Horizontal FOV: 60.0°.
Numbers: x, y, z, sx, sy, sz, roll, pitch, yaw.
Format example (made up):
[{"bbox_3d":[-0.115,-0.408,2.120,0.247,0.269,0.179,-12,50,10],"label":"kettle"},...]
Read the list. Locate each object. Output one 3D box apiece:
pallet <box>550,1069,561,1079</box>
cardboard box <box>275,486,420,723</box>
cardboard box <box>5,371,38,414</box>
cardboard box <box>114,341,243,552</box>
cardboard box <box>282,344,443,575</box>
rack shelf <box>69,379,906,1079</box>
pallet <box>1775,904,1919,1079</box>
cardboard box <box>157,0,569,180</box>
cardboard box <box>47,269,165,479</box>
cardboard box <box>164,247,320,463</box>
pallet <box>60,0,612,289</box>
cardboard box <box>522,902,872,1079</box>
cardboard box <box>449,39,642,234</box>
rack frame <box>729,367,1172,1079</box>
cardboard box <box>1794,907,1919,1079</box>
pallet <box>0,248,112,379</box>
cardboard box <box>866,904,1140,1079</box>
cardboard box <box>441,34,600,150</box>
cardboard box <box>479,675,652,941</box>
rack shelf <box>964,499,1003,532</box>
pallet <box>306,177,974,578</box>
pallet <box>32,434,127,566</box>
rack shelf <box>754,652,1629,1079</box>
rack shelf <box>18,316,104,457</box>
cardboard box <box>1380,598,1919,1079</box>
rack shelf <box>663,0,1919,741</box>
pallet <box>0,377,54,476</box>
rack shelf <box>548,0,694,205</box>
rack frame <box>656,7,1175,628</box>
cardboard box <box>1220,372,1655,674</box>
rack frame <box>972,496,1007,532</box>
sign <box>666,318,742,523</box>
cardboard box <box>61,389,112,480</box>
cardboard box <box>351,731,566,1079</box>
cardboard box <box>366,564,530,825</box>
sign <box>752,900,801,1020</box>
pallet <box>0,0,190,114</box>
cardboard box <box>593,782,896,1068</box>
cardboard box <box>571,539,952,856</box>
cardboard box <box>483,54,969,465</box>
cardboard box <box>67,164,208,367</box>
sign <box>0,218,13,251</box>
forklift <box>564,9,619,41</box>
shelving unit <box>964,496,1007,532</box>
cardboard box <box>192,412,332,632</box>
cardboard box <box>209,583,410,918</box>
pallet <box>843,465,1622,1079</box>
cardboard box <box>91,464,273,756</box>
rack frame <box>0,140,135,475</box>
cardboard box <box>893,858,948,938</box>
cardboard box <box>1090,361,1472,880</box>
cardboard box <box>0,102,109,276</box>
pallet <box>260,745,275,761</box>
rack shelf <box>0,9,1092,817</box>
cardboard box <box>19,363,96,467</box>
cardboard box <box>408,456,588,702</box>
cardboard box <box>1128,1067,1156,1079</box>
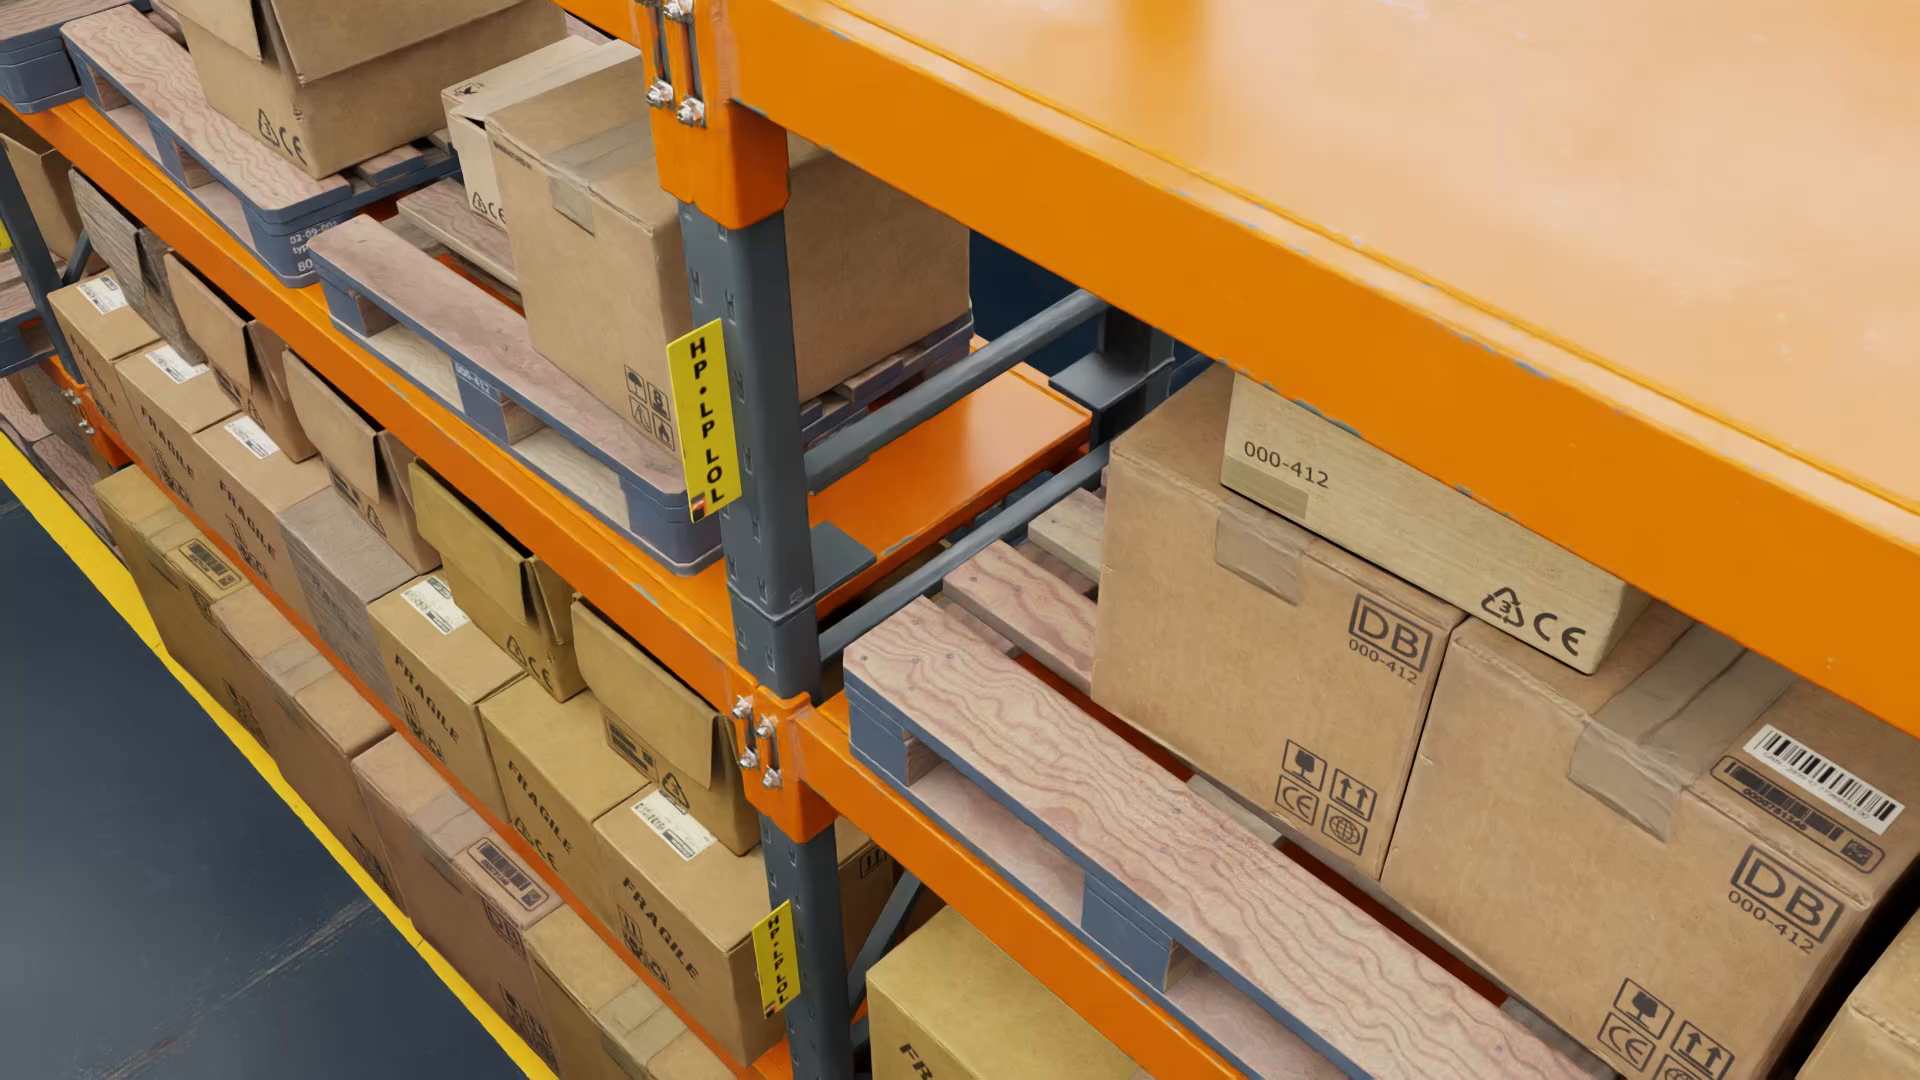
[{"bbox_3d":[-0.585,1.664,5.294,1.003,0.211,1.213,-34,53,-31],"label":"pallet"},{"bbox_3d":[-1.579,0.112,4.845,0.500,0.500,0.500,-34,52,-31],"label":"cardboard box"},{"bbox_3d":[-4.104,-1.033,7.676,0.700,0.500,0.500,-30,50,-28],"label":"cardboard box"},{"bbox_3d":[-2.295,-0.374,5.371,0.500,0.500,0.500,33,52,30],"label":"cardboard box"},{"bbox_3d":[-1.370,-0.360,4.617,0.797,0.503,0.637,-32,52,-30],"label":"cardboard box"},{"bbox_3d":[-1.399,0.277,5.270,1.077,0.370,4.000,-34,53,-31],"label":"rack shelf"},{"bbox_3d":[1.441,0.889,1.933,1.003,0.211,1.213,-34,53,-31],"label":"pallet"},{"bbox_3d":[-1.353,-1.270,3.819,0.637,0.503,0.797,34,52,31],"label":"cardboard box"},{"bbox_3d":[-2.661,-0.621,5.638,0.500,0.500,0.500,-33,52,-30],"label":"cardboard box"},{"bbox_3d":[-1.848,-0.680,4.962,0.797,0.503,0.637,-33,52,-30],"label":"cardboard box"},{"bbox_3d":[-1.527,-1.160,4.224,1.003,0.211,1.213,-32,51,-30],"label":"pallet"},{"bbox_3d":[-0.452,1.302,4.887,1.225,0.875,0.875,-34,52,-31],"label":"cardboard box"},{"bbox_3d":[-0.697,-0.819,3.473,0.500,0.311,0.500,32,52,30],"label":"cardboard box"},{"bbox_3d":[0.014,0.974,3.986,1.000,3.000,0.127,-34,53,-31],"label":"rack frame"},{"bbox_3d":[1.254,0.572,1.754,0.700,0.500,0.500,-32,51,-30],"label":"cardboard box"},{"bbox_3d":[-3.390,-1.169,6.446,1.213,0.211,1.003,-34,53,-31],"label":"pallet"},{"bbox_3d":[0.171,0.997,3.299,0.500,0.500,0.500,-34,53,-31],"label":"cardboard box"},{"bbox_3d":[-0.932,-0.977,3.762,0.250,0.149,0.380,32,52,30],"label":"cardboard box"},{"bbox_3d":[-0.855,0.602,4.314,0.500,0.500,0.500,-32,52,-30],"label":"cardboard box"},{"bbox_3d":[0.038,-0.148,7.062,0.215,0.259,0.240,-34,53,-31],"label":"rack shelf"},{"bbox_3d":[-0.669,-0.474,3.484,1.217,0.209,0.805,32,52,30],"label":"pallet"},{"bbox_3d":[-3.362,-0.300,7.419,1.003,0.211,1.213,-34,53,-31],"label":"pallet"},{"bbox_3d":[1.426,1.098,2.172,1.077,0.370,4.000,-34,53,-31],"label":"rack shelf"},{"bbox_3d":[-4.224,-1.645,7.350,1.077,0.370,4.000,-34,53,-31],"label":"rack shelf"},{"bbox_3d":[0.986,0.253,2.099,0.700,0.500,0.500,-31,51,-29],"label":"cardboard box"},{"bbox_3d":[1.426,0.143,1.290,1.077,0.370,4.000,-34,53,-31],"label":"rack shelf"},{"bbox_3d":[-4.219,-0.886,8.053,1.003,0.211,1.213,-34,53,-31],"label":"pallet"},{"bbox_3d":[-1.399,-1.779,3.370,1.077,0.370,4.000,-34,53,-31],"label":"rack shelf"},{"bbox_3d":[0.014,-1.229,1.950,1.000,3.000,0.127,-34,53,-31],"label":"rack frame"},{"bbox_3d":[0.673,-0.176,2.010,0.500,0.250,0.500,31,51,29],"label":"cardboard box"},{"bbox_3d":[0.124,-0.301,6.802,0.200,1.050,0.008,-34,53,-31],"label":"rack frame"},{"bbox_3d":[-0.364,-0.168,2.399,0.100,0.325,0.005,-34,53,-31],"label":"sign"},{"bbox_3d":[-3.298,-0.504,7.103,0.500,0.500,0.700,31,51,29],"label":"cardboard box"},{"bbox_3d":[-1.084,0.873,5.351,0.875,0.875,1.225,32,52,30],"label":"cardboard box"},{"bbox_3d":[-1.228,0.355,4.582,0.500,0.500,0.500,34,52,31],"label":"cardboard box"},{"bbox_3d":[-0.364,0.843,3.333,0.100,0.325,0.005,-34,53,-31],"label":"sign"},{"bbox_3d":[-2.319,-1.696,4.804,1.213,0.211,1.003,-32,51,-30],"label":"pallet"},{"bbox_3d":[-0.510,0.844,4.053,0.500,0.500,0.500,-34,52,-31],"label":"cardboard box"},{"bbox_3d":[-0.443,0.266,3.939,0.637,0.503,0.797,33,52,30],"label":"cardboard box"},{"bbox_3d":[-0.403,-0.592,3.088,0.700,0.500,0.500,-33,52,-30],"label":"cardboard box"},{"bbox_3d":[-2.306,-0.994,5.303,0.797,0.503,0.637,-32,52,-30],"label":"cardboard box"},{"bbox_3d":[-3.189,-1.079,5.413,0.100,0.325,0.005,-34,53,-31],"label":"sign"},{"bbox_3d":[-2.081,-3.032,8.371,1.130,2.935,3.031,-26,49,-25],"label":"forklift"},{"bbox_3d":[0.038,-0.360,6.866,0.215,1.050,0.252,-34,53,-31],"label":"shelving unit"},{"bbox_3d":[-1.930,-0.129,5.106,0.500,0.500,0.500,33,52,31],"label":"cardboard box"},{"bbox_3d":[-1.714,0.452,5.807,1.225,0.875,0.875,-34,52,-31],"label":"cardboard box"},{"bbox_3d":[0.584,0.303,2.567,1.003,0.211,1.213,-34,53,-31],"label":"pallet"},{"bbox_3d":[-2.339,0.020,6.275,0.875,0.875,1.225,32,51,30],"label":"cardboard box"},{"bbox_3d":[-2.811,-0.948,6.066,1.000,3.000,0.127,-34,53,-31],"label":"rack frame"},{"bbox_3d":[-0.134,0.597,4.321,0.500,0.500,0.500,-34,52,-31],"label":"cardboard box"},{"bbox_3d":[0.609,-0.008,2.381,0.500,0.500,0.700,31,51,29],"label":"cardboard box"},{"bbox_3d":[-3.221,-1.379,6.149,0.500,0.500,0.500,28,50,27],"label":"cardboard box"},{"bbox_3d":[-2.308,0.491,6.563,1.003,0.211,1.213,-34,53,-31],"label":"pallet"},{"bbox_3d":[-1.399,-0.824,4.252,1.077,0.370,4.000,-34,53,-31],"label":"rack shelf"},{"bbox_3d":[-3.699,-0.764,7.385,0.500,0.500,0.700,30,50,28],"label":"cardboard box"},{"bbox_3d":[-0.920,-0.069,4.302,0.797,0.503,0.637,-33,52,-31],"label":"cardboard box"},{"bbox_3d":[0.513,1.238,3.039,0.500,0.500,0.500,-34,53,-31],"label":"cardboard box"}]
